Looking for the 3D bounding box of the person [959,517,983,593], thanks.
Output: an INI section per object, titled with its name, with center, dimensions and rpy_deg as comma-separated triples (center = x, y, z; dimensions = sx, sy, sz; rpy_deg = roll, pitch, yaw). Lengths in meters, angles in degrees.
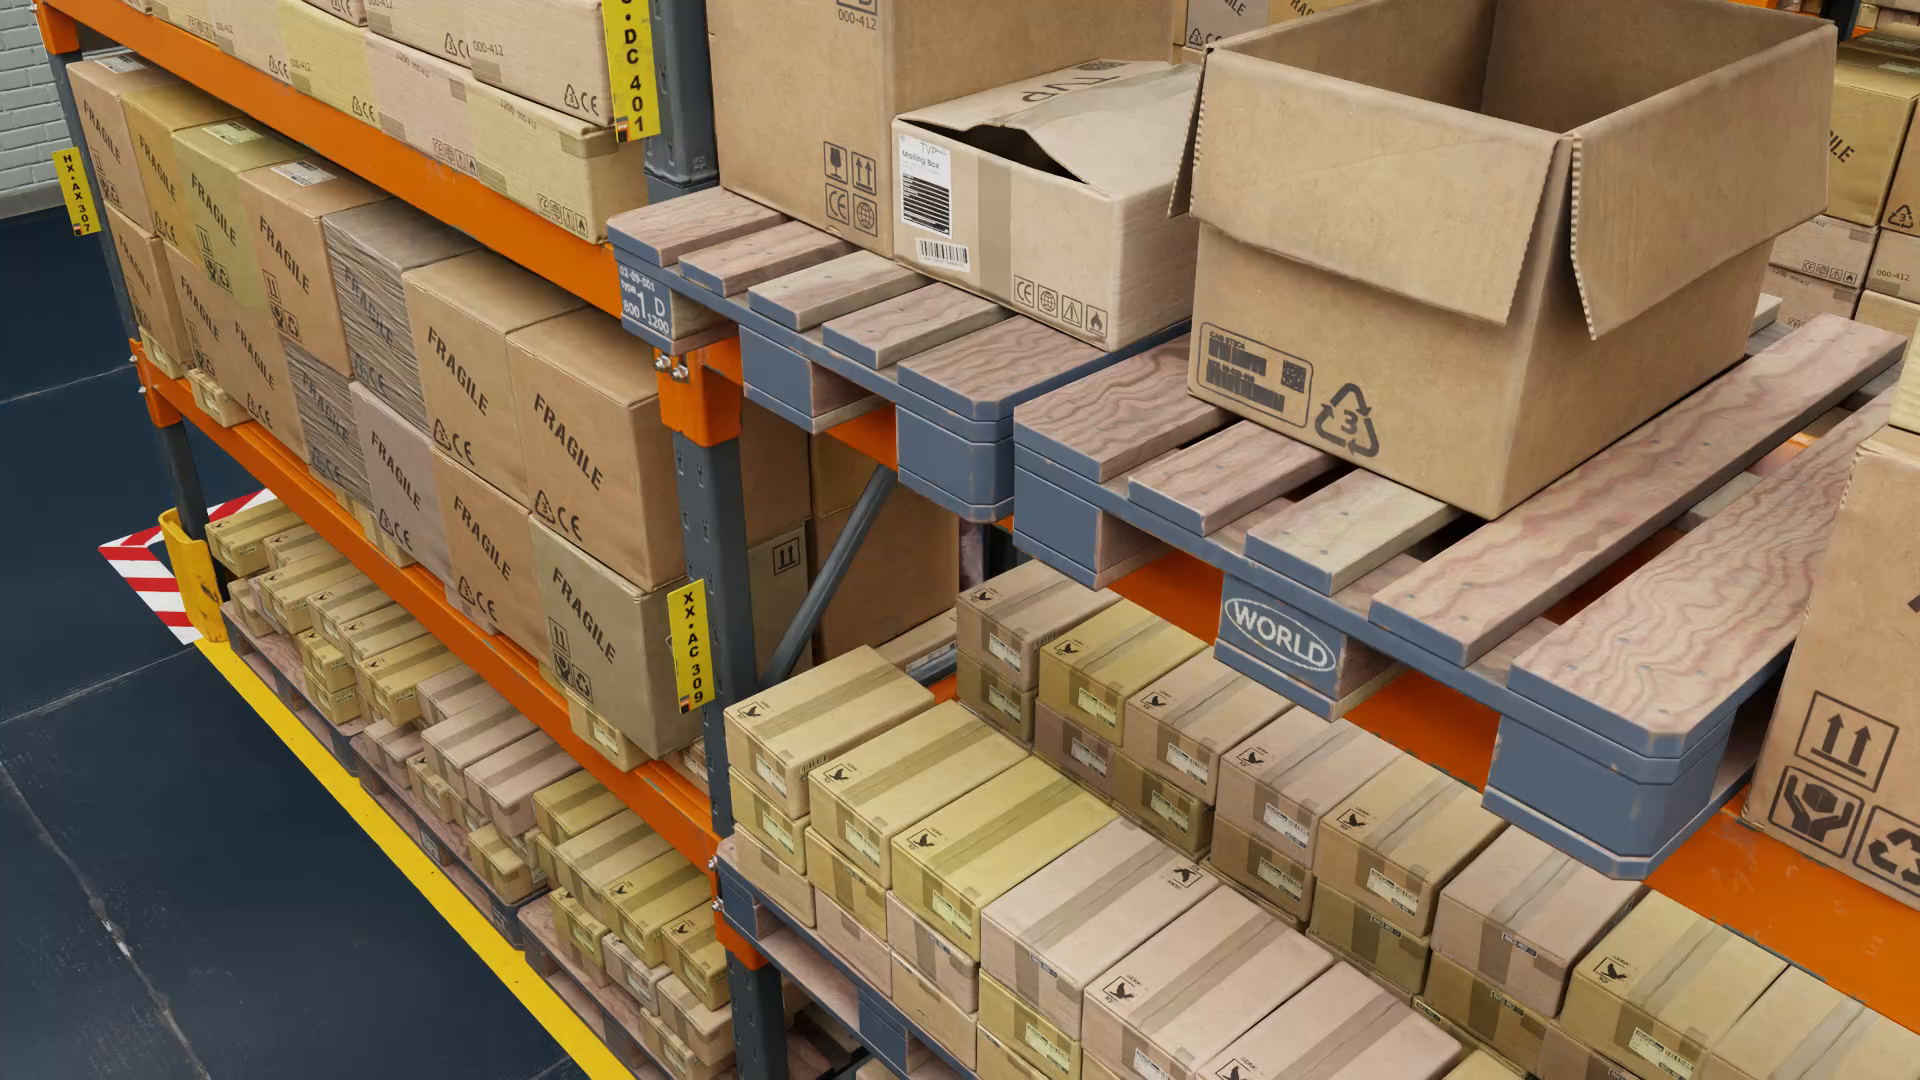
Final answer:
[person]
center = -0.166, -0.264, 6.716
dimensions = 0.622, 1.580, 0.956
rpy_deg = -17, 35, -25
